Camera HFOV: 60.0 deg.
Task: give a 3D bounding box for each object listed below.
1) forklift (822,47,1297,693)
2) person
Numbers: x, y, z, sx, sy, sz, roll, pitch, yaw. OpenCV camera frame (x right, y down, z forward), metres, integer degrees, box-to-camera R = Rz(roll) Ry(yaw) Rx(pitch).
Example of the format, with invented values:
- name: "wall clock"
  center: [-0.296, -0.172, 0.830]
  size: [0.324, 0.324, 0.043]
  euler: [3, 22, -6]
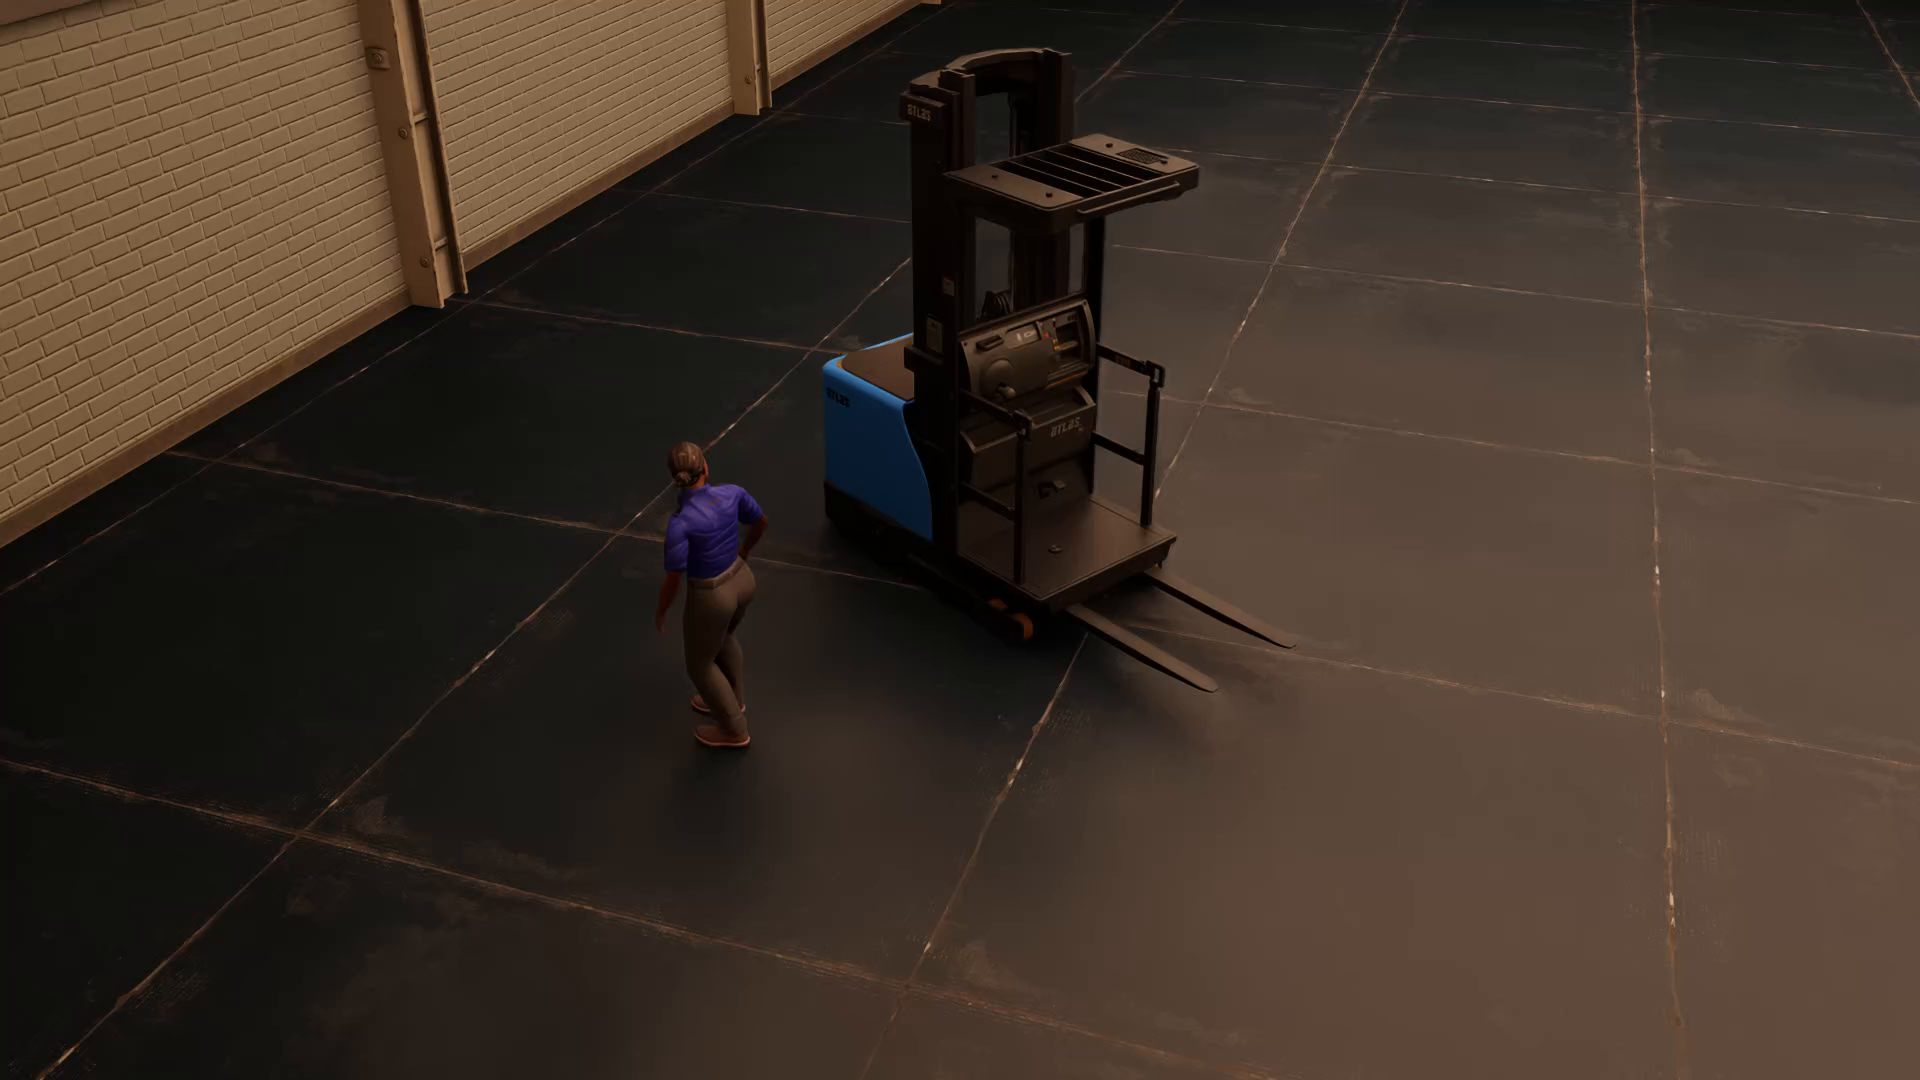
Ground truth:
- name: "forklift"
  center: [0.517, -0.992, 8.877]
  size: [1.130, 2.935, 3.031]
  euler: [-23, 37, -35]
- name: "person"
  center: [-1.245, 0.254, 8.006]
  size: [0.465, 1.636, 0.658]
  euler: [16, 33, 26]
